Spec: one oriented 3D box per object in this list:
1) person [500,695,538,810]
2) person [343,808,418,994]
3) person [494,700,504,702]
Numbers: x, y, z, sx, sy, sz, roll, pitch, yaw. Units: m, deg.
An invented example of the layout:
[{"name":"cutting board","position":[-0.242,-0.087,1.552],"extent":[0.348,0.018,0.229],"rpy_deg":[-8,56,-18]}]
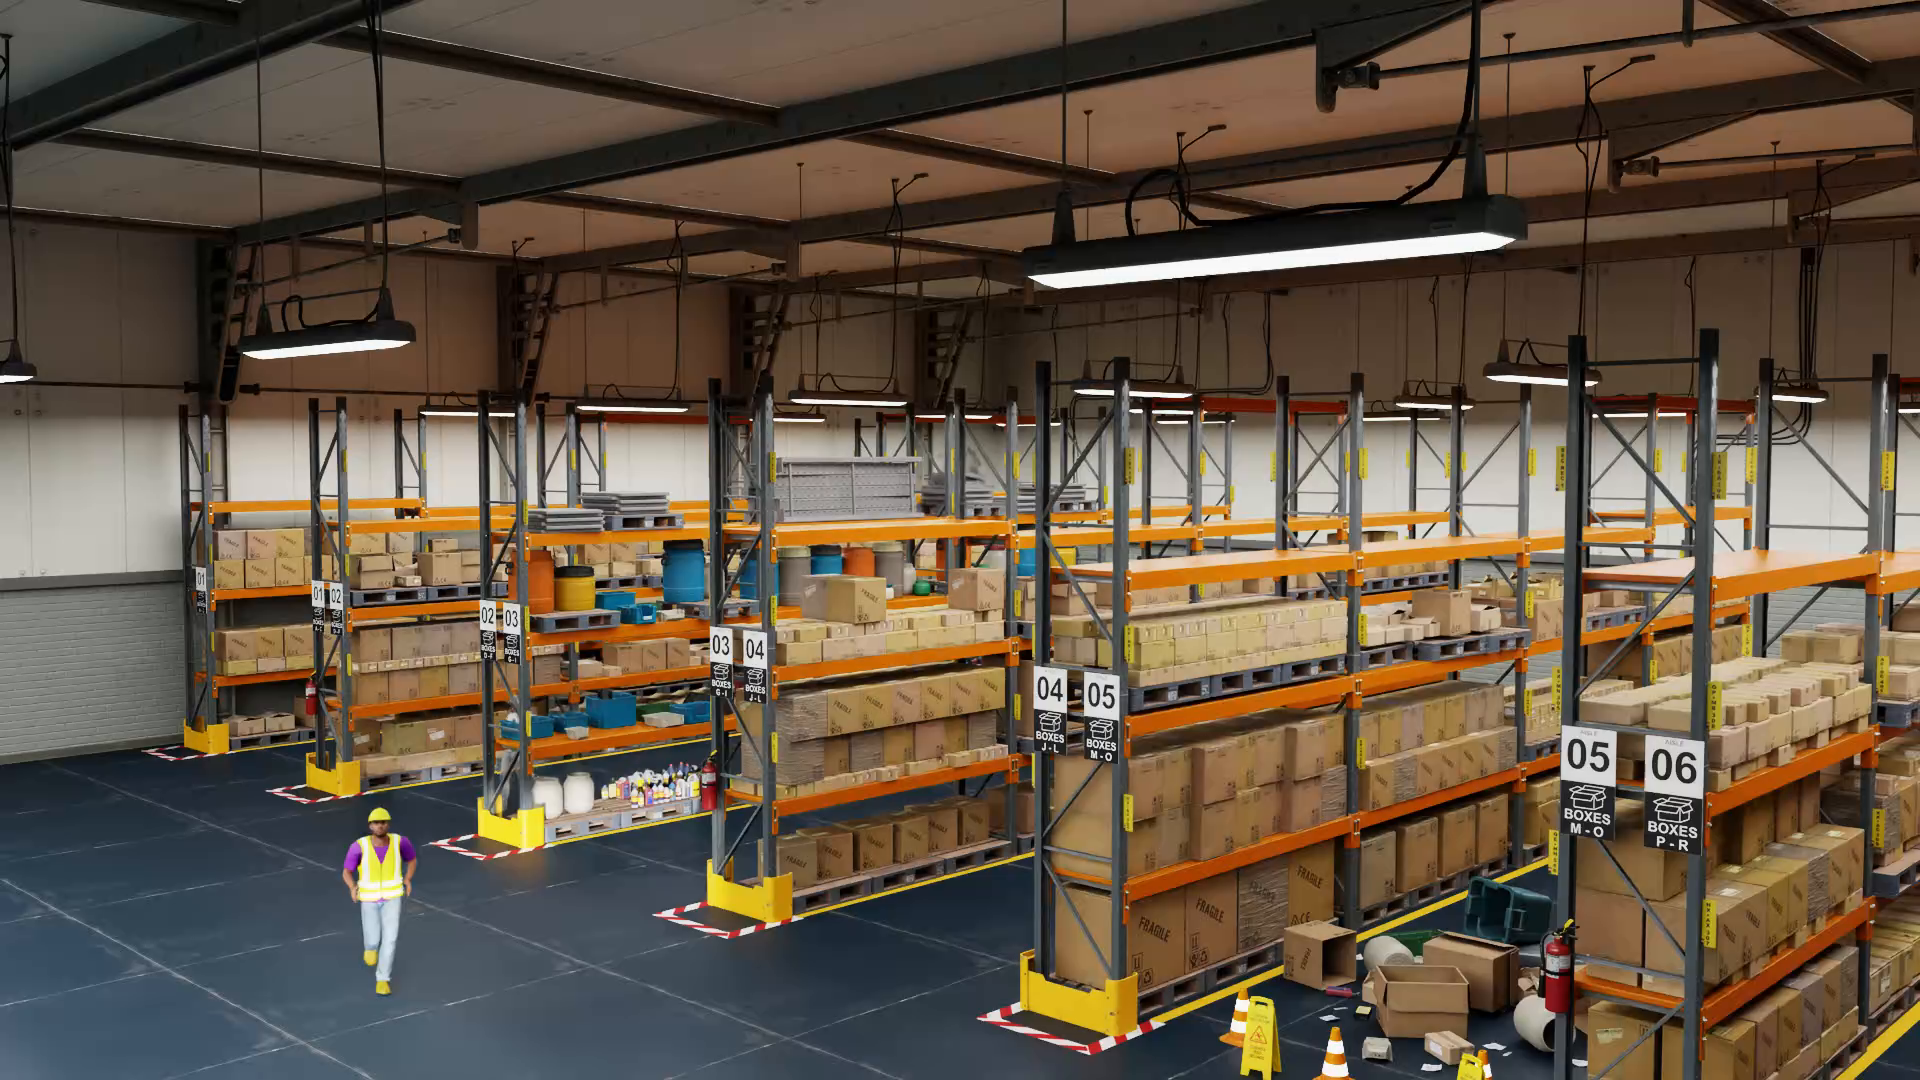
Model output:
[{"name":"person","position":[-6.390,3.044,23.988],"extent":[0.631,1.668,0.896],"rpy_deg":[3,4,41]},{"name":"person","position":[-5.594,3.450,16.086],"extent":[0.698,1.735,0.787],"rpy_deg":[-1,3,-23]},{"name":"person","position":[-8.129,2.760,29.768],"extent":[0.659,1.673,0.614],"rpy_deg":[2,4,38]}]
